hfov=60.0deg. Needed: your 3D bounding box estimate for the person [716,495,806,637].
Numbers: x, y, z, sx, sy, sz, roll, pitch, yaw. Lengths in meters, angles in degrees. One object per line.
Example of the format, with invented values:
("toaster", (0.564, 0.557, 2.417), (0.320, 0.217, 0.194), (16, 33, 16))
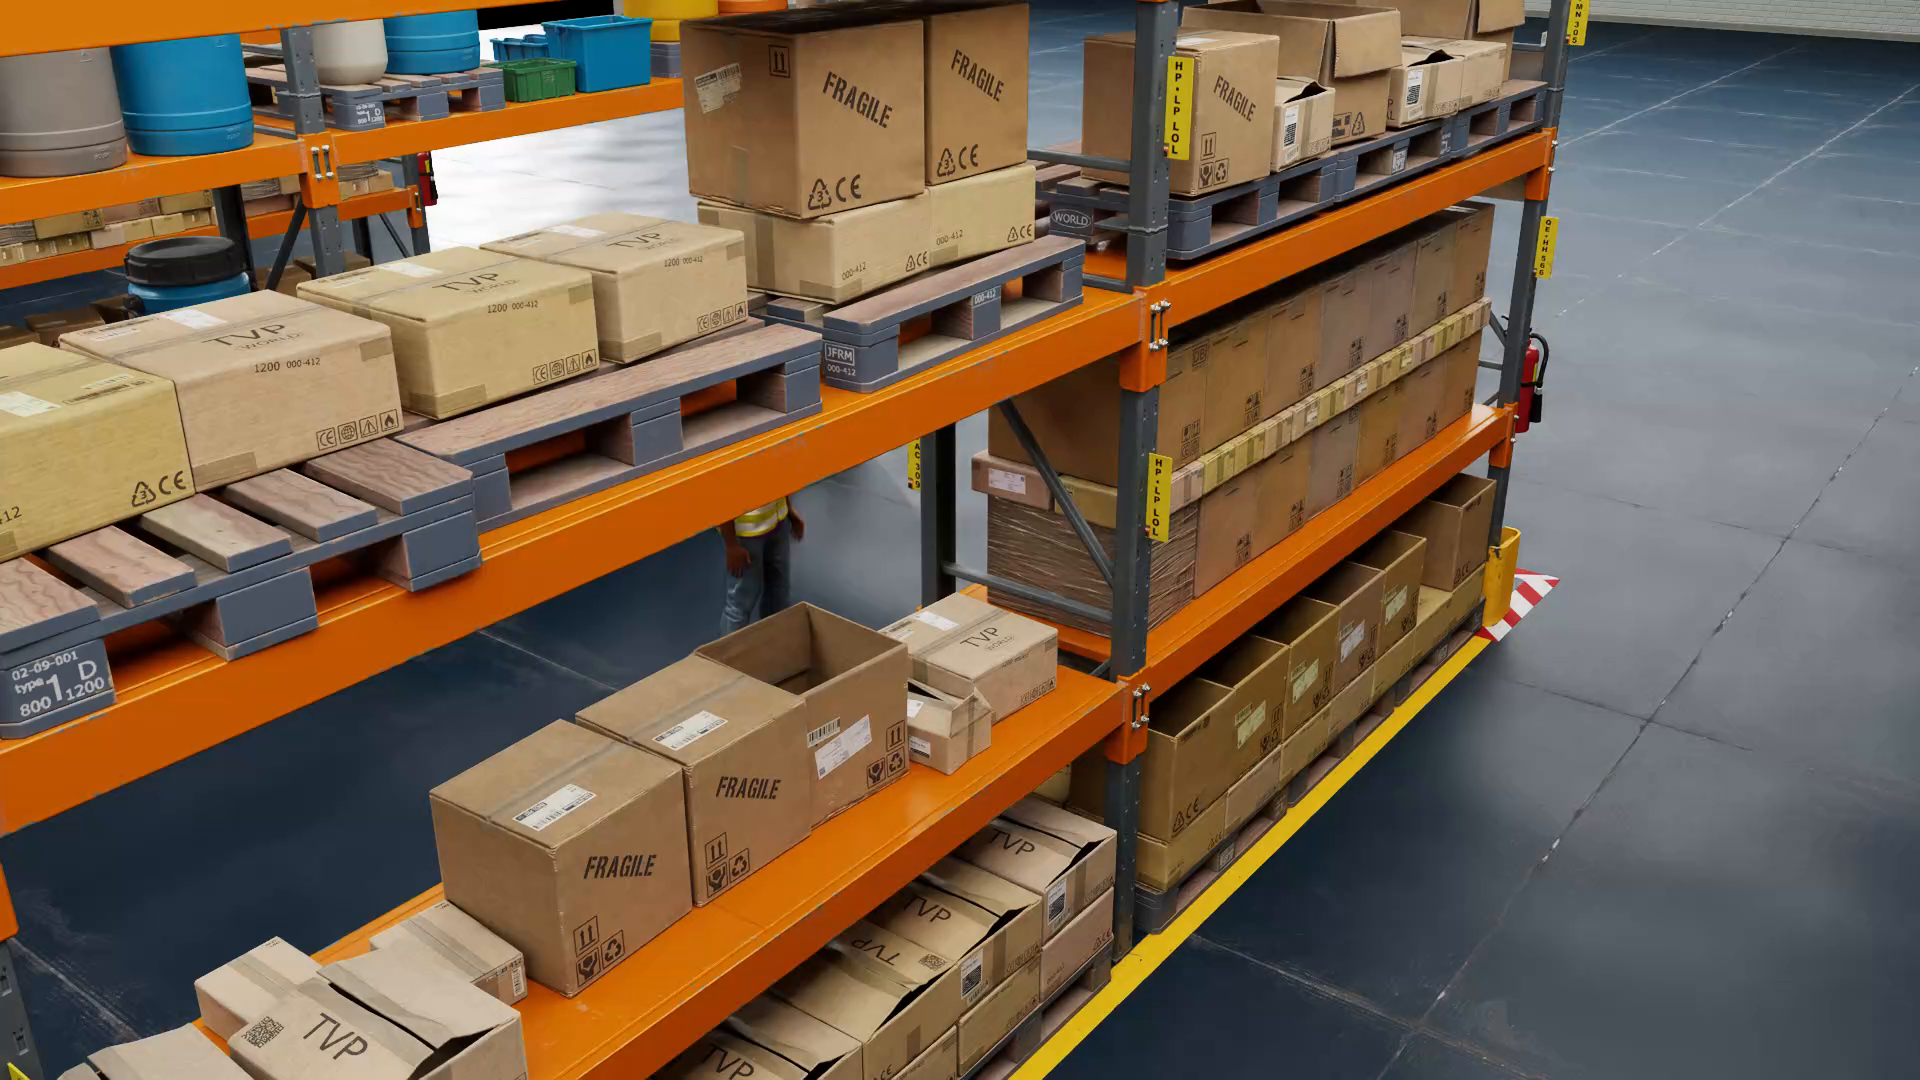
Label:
("person", (-1.021, -0.051, 8.625), (0.484, 1.763, 0.594), (9, 25, 21))
